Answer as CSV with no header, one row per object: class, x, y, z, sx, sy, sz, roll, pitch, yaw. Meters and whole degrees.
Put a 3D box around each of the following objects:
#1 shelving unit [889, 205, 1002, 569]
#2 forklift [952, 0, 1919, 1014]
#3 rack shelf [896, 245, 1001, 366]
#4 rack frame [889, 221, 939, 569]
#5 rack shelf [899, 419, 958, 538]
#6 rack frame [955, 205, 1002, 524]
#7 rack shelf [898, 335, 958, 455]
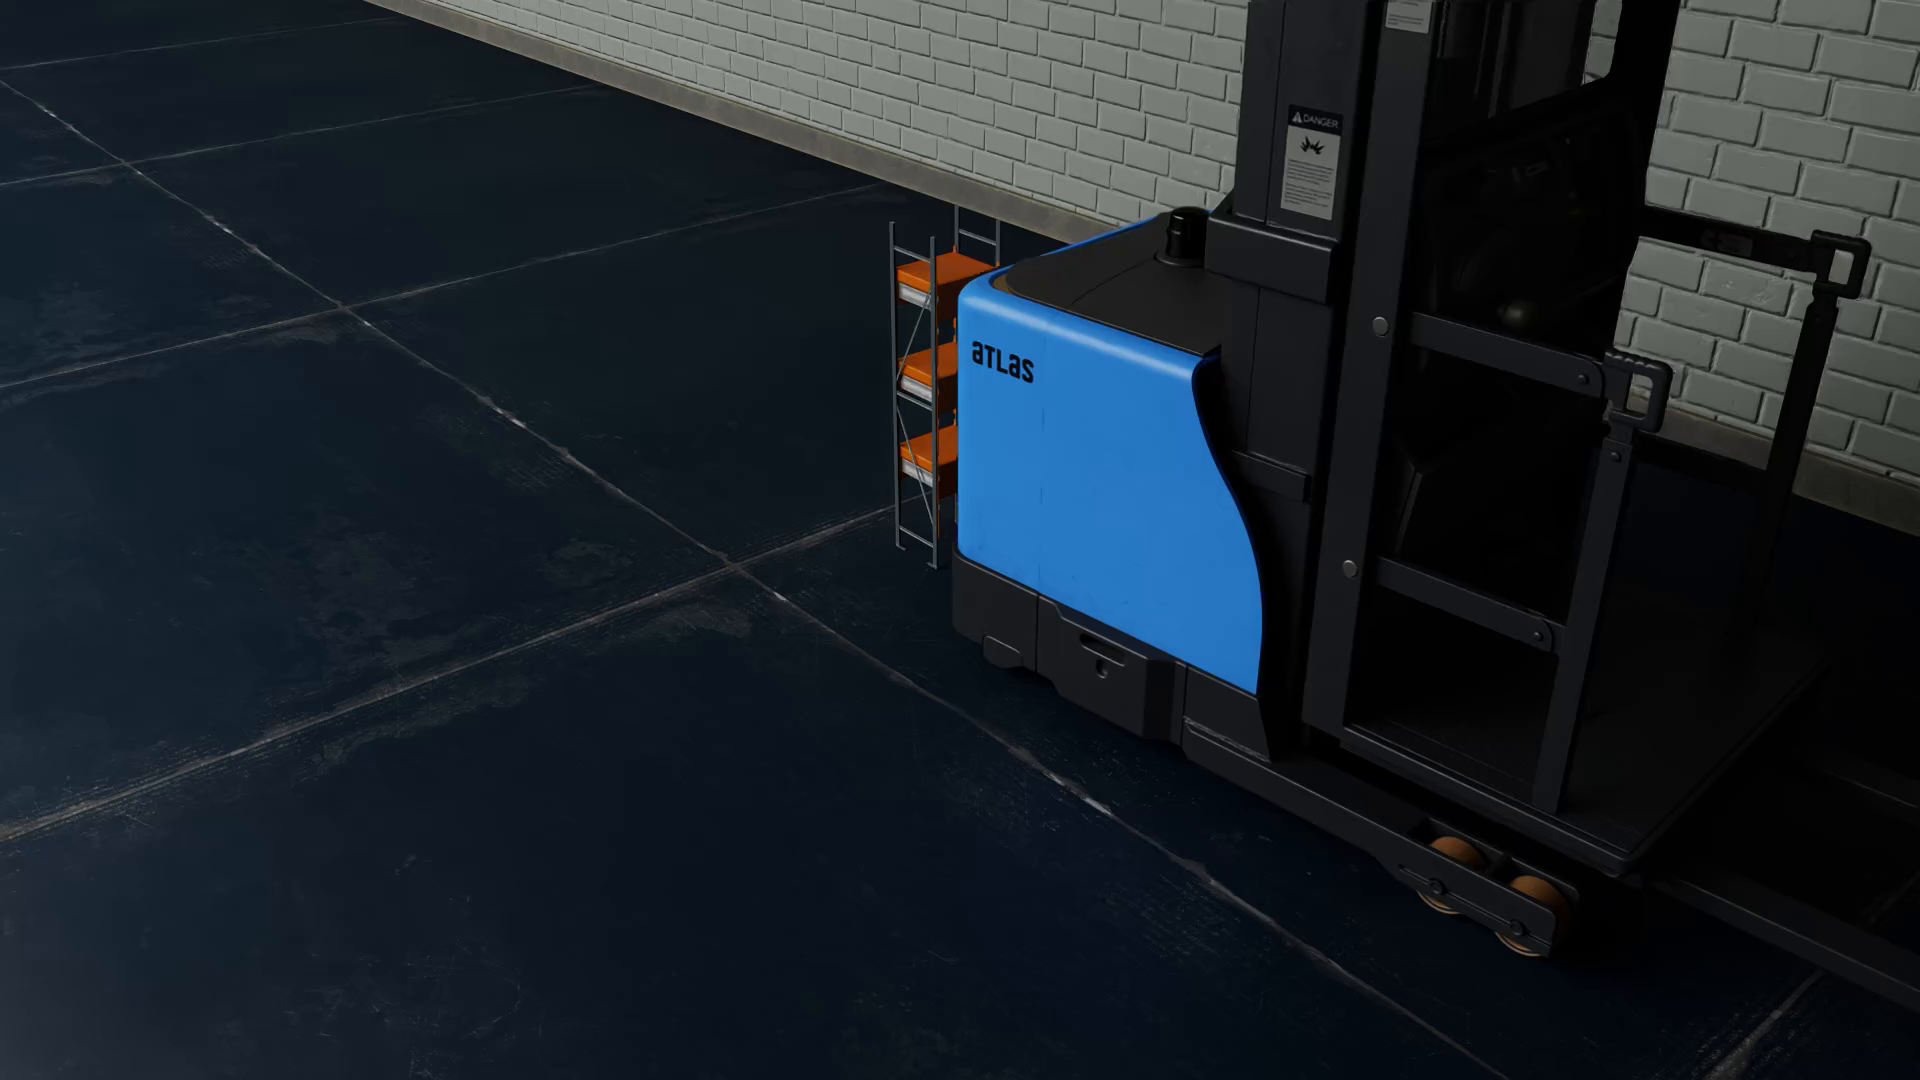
shelving unit,-0.041,-0.447,4.989,0.252,1.050,0.215,-22,35,-35
forklift,1.380,-0.673,3.418,3.031,2.935,1.130,25,37,38
rack shelf,-0.041,-0.688,4.861,0.240,0.259,0.215,-22,35,-35
rack frame,-0.134,-0.409,4.920,0.008,1.050,0.200,-22,35,-35
rack shelf,-0.041,-0.192,5.125,0.240,0.259,0.215,-22,35,-35
rack frame,0.052,-0.484,5.059,0.008,1.050,0.200,-22,35,-35
rack shelf,-0.041,-0.437,4.994,0.240,0.259,0.215,-22,35,-35
